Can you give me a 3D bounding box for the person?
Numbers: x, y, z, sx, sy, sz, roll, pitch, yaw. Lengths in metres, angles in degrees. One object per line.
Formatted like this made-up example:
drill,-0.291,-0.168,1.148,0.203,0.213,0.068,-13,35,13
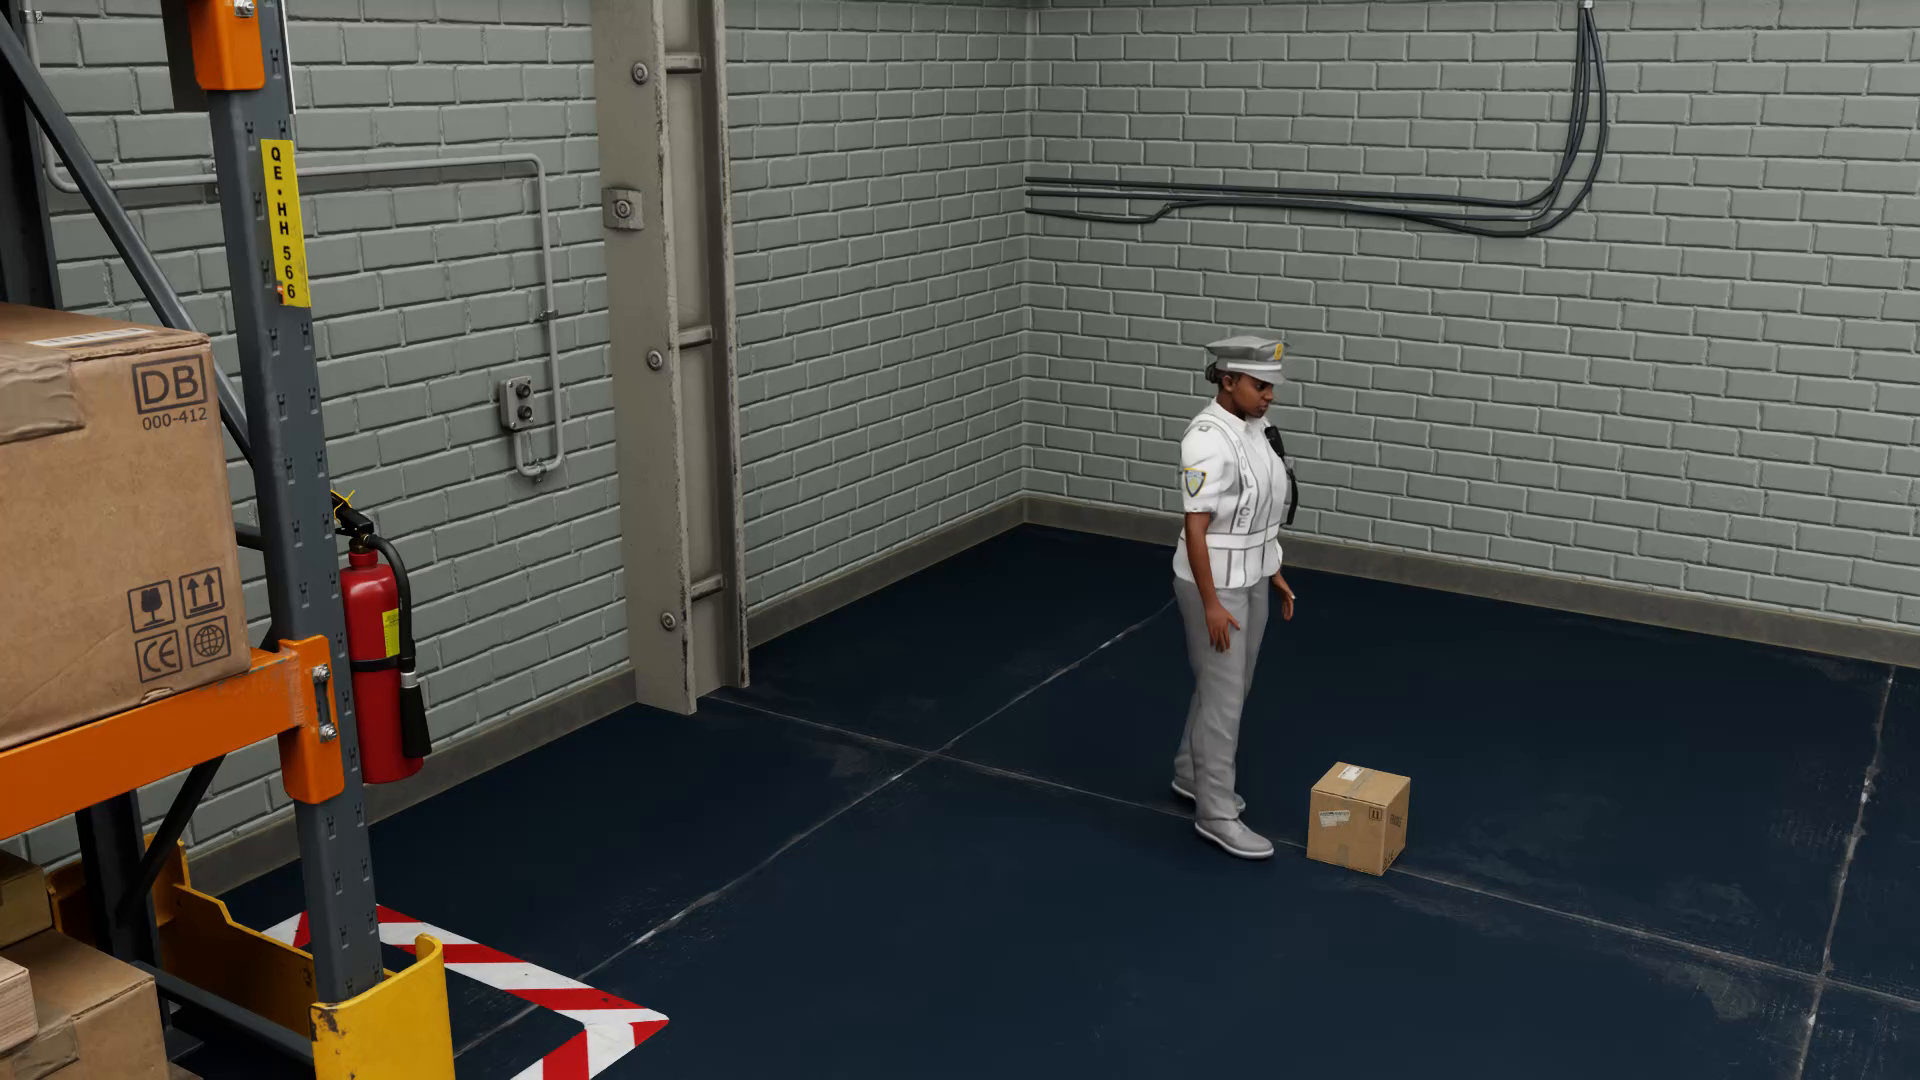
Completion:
person,0.904,0.164,5.443,0.505,1.668,0.463,12,20,36
